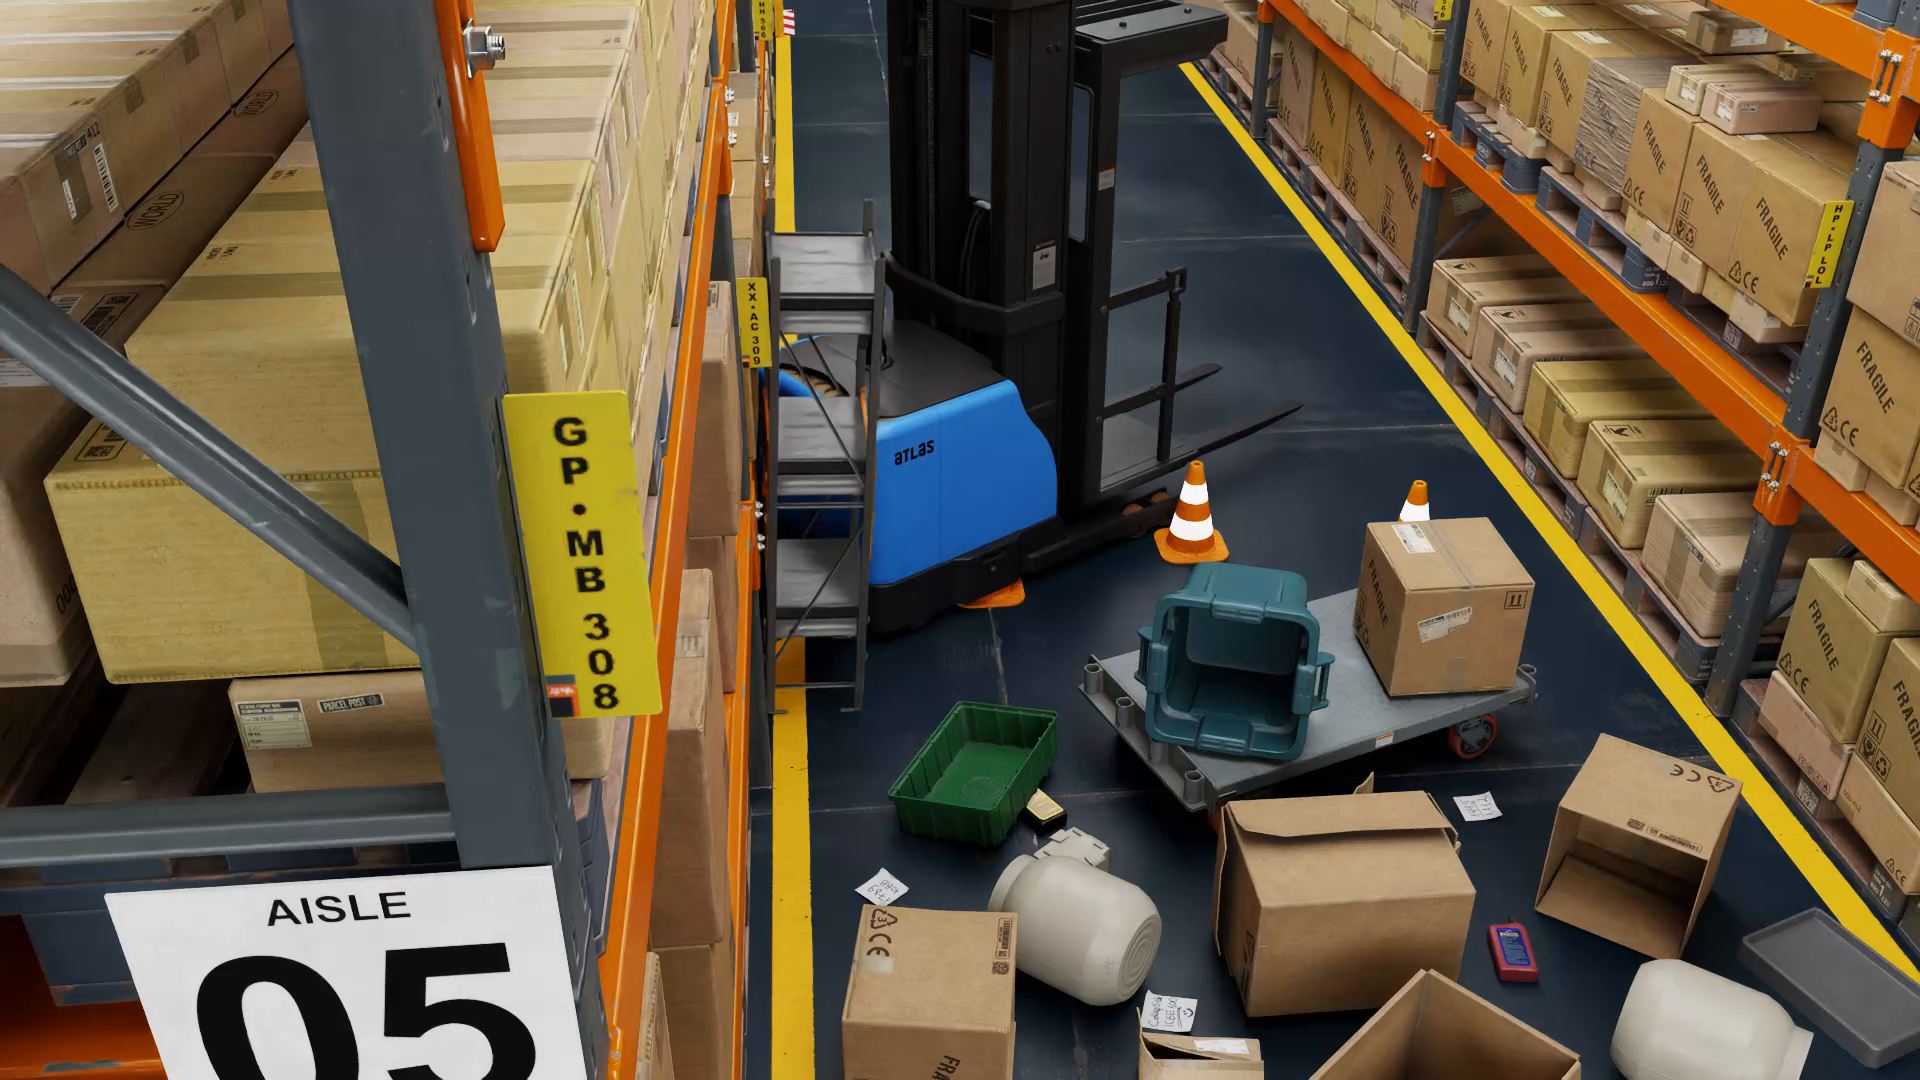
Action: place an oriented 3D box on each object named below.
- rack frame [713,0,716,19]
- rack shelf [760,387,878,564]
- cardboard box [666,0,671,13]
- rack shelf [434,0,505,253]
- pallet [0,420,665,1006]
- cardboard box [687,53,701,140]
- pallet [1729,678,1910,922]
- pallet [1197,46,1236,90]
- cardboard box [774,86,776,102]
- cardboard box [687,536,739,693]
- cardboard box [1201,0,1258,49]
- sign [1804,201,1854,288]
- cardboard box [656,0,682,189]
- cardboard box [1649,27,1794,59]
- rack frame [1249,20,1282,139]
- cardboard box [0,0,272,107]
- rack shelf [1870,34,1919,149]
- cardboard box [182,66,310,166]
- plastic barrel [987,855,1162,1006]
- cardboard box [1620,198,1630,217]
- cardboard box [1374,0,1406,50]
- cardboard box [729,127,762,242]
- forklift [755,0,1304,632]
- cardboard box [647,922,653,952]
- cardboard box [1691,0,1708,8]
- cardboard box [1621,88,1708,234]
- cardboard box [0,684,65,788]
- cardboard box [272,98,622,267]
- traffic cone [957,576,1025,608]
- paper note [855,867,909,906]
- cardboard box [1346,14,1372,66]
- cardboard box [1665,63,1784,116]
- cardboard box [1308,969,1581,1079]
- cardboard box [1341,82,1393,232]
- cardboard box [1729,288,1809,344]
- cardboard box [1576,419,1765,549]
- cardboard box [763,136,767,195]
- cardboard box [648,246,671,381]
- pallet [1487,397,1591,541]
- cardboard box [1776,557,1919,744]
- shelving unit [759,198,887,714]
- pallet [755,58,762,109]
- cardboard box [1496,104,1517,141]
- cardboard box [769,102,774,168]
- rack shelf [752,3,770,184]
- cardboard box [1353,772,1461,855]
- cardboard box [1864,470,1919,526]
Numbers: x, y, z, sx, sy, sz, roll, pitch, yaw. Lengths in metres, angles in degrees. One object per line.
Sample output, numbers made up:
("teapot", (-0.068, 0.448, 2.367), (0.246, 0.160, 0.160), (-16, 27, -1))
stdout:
("rack frame", (-1.249, -2.877, 4.291), (1.000, 3.000, 0.127), (-3, 31, -5))
("rack shelf", (-0.569, -0.260, 6.604), (0.431, 0.518, 0.480), (-1, 36, -9))
("cardboard box", (-0.755, -1.100, 3.202), (0.380, 0.149, 0.250), (-2, 31, -4))
("rack shelf", (-1.062, -1.375, 2.868), (1.077, 0.370, 4.000), (-3, 31, -5))
("pallet", (-0.955, 0.113, 2.297), (1.003, 0.211, 1.213), (-3, 31, -5))
("cardboard box", (-0.801, -1.015, 3.837), (0.380, 0.149, 0.250), (-2, 31, -4))
("pallet", (3.768, 0.948, 6.456), (1.003, 0.211, 1.213), (-3, 31, -5))
("pallet", (2.812, -4.494, 15.567), (1.003, 0.211, 1.213), (-3, 31, -5))
("cardboard box", (-1.735, -3.679, 13.855), (0.380, 0.149, 0.250), (-2, 31, -3))
("cardboard box", (-1.129, 0.102, 5.008), (0.875, 0.550, 0.550), (-3, 31, -5))
("cardboard box", (2.804, -4.998, 15.781), (0.875, 0.438, 0.875), (-2, 31, -3))
("sign", (3.118, -1.059, 5.968), (0.100, 0.325, 0.005), (-3, 31, -5))
("cardboard box", (-0.807, -0.865, 3.197), (0.500, 0.250, 0.500), (-3, 31, -5))
("cardboard box", (3.723, -2.243, 8.283), (0.500, 0.500, 0.500), (-5, 31, -8))
("rack frame", (2.923, -4.674, 13.151), (1.000, 3.000, 0.127), (-3, 31, -5))
("cardboard box", (-1.363, -0.809, 2.715), (0.380, 0.149, 0.250), (-3, 31, -5))
("rack shelf", (3.857, -0.548, 4.018), (1.077, 0.370, 4.000), (-3, 31, -5))
("cardboard box", (-1.291, -0.582, 2.723), (0.500, 0.250, 0.500), (-3, 31, -5))
("plastic barrel", (0.384, 1.310, 5.643), (0.512, 0.421, 0.421), (20, 36, 29))
("cardboard box", (3.344, -1.573, 7.794), (0.380, 0.149, 0.250), (-4, 31, -6))
("cardboard box", (2.946, -3.279, 10.473), (0.500, 0.250, 0.500), (-4, 31, -6))
("cardboard box", (-1.221, -1.659, 8.005), (0.500, 0.500, 0.500), (-3, 31, -5))
("forklift", (0.487, -1.459, 7.834), (3.031, 2.935, 1.130), (-22, 37, -33))
("cardboard box", (-1.015, 0.745, 2.878), (0.875, 0.550, 0.550), (-3, 31, -5))
("cardboard box", (7.494, -5.308, 16.240), (0.700, 0.500, 0.500), (-2, 31, -3))
("cardboard box", (3.309, -1.683, 7.345), (0.500, 0.500, 0.500), (-2, 31, -3))
("cardboard box", (-1.244, 0.184, 1.829), (0.380, 0.149, 0.250), (-3, 31, -5))
("cardboard box", (-0.636, -0.449, 2.111), (0.380, 0.149, 0.250), (-3, 31, -5))
("traffic cone", (0.129, 0.031, 7.747), (0.336, 0.463, 0.334), (-3, 31, -5))
("paper note", (-0.285, 1.273, 6.088), (0.142, 0.020, 0.147), (27, 40, 37))
("cardboard box", (2.896, -3.331, 11.049), (0.500, 0.250, 0.500), (-3, 31, -5))
("cardboard box", (3.276, -1.934, 7.134), (0.380, 0.149, 0.250), (-4, 31, -7))
("cardboard box", (1.359, 1.748, 4.832), (0.637, 0.503, 0.797), (27, 40, 37))
("cardboard box", (3.235, -2.713, 11.529), (0.875, 0.875, 0.875), (-2, 31, -4))
("cardboard box", (3.347, -0.912, 6.687), (0.380, 0.149, 0.250), (-2, 31, -4))
("cardboard box", (3.548, -0.277, 7.941), (0.950, 0.372, 0.625), (-1, 31, -1))
("cardboard box", (-1.493, -2.395, 10.631), (0.500, 0.250, 0.500), (-3, 31, -5))
("cardboard box", (-0.683, -0.368, 2.754), (0.380, 0.149, 0.250), (-3, 31, -4))
("pallet", (3.479, -0.415, 8.738), (1.003, 0.211, 1.213), (-3, 31, -5))
("cardboard box", (3.456, 0.402, 6.192), (0.500, 0.500, 0.500), (-1, 31, -2))
("shelving unit", (-0.568, -0.271, 6.596), (0.431, 2.100, 0.503), (-1, 36, -9))
("pallet", (-1.795, -2.620, 9.898), (1.213, 0.211, 1.003), (-3, 31, -5))
("cardboard box", (3.114, -2.242, 8.914), (0.380, 0.149, 0.250), (-5, 31, -8))
("cardboard box", (-1.676, -3.127, 12.588), (0.500, 0.500, 0.500), (-3, 31, -6))
("rack shelf", (-1.810, -3.056, 11.142), (1.077, 0.370, 4.000), (-3, 31, -5))
("cardboard box", (1.609, 1.103, 6.145), (0.396, 0.266, 0.258), (27, 40, 37))
("cardboard box", (3.455, -0.179, 5.870), (0.380, 0.149, 0.250), (-2, 31, -3))
